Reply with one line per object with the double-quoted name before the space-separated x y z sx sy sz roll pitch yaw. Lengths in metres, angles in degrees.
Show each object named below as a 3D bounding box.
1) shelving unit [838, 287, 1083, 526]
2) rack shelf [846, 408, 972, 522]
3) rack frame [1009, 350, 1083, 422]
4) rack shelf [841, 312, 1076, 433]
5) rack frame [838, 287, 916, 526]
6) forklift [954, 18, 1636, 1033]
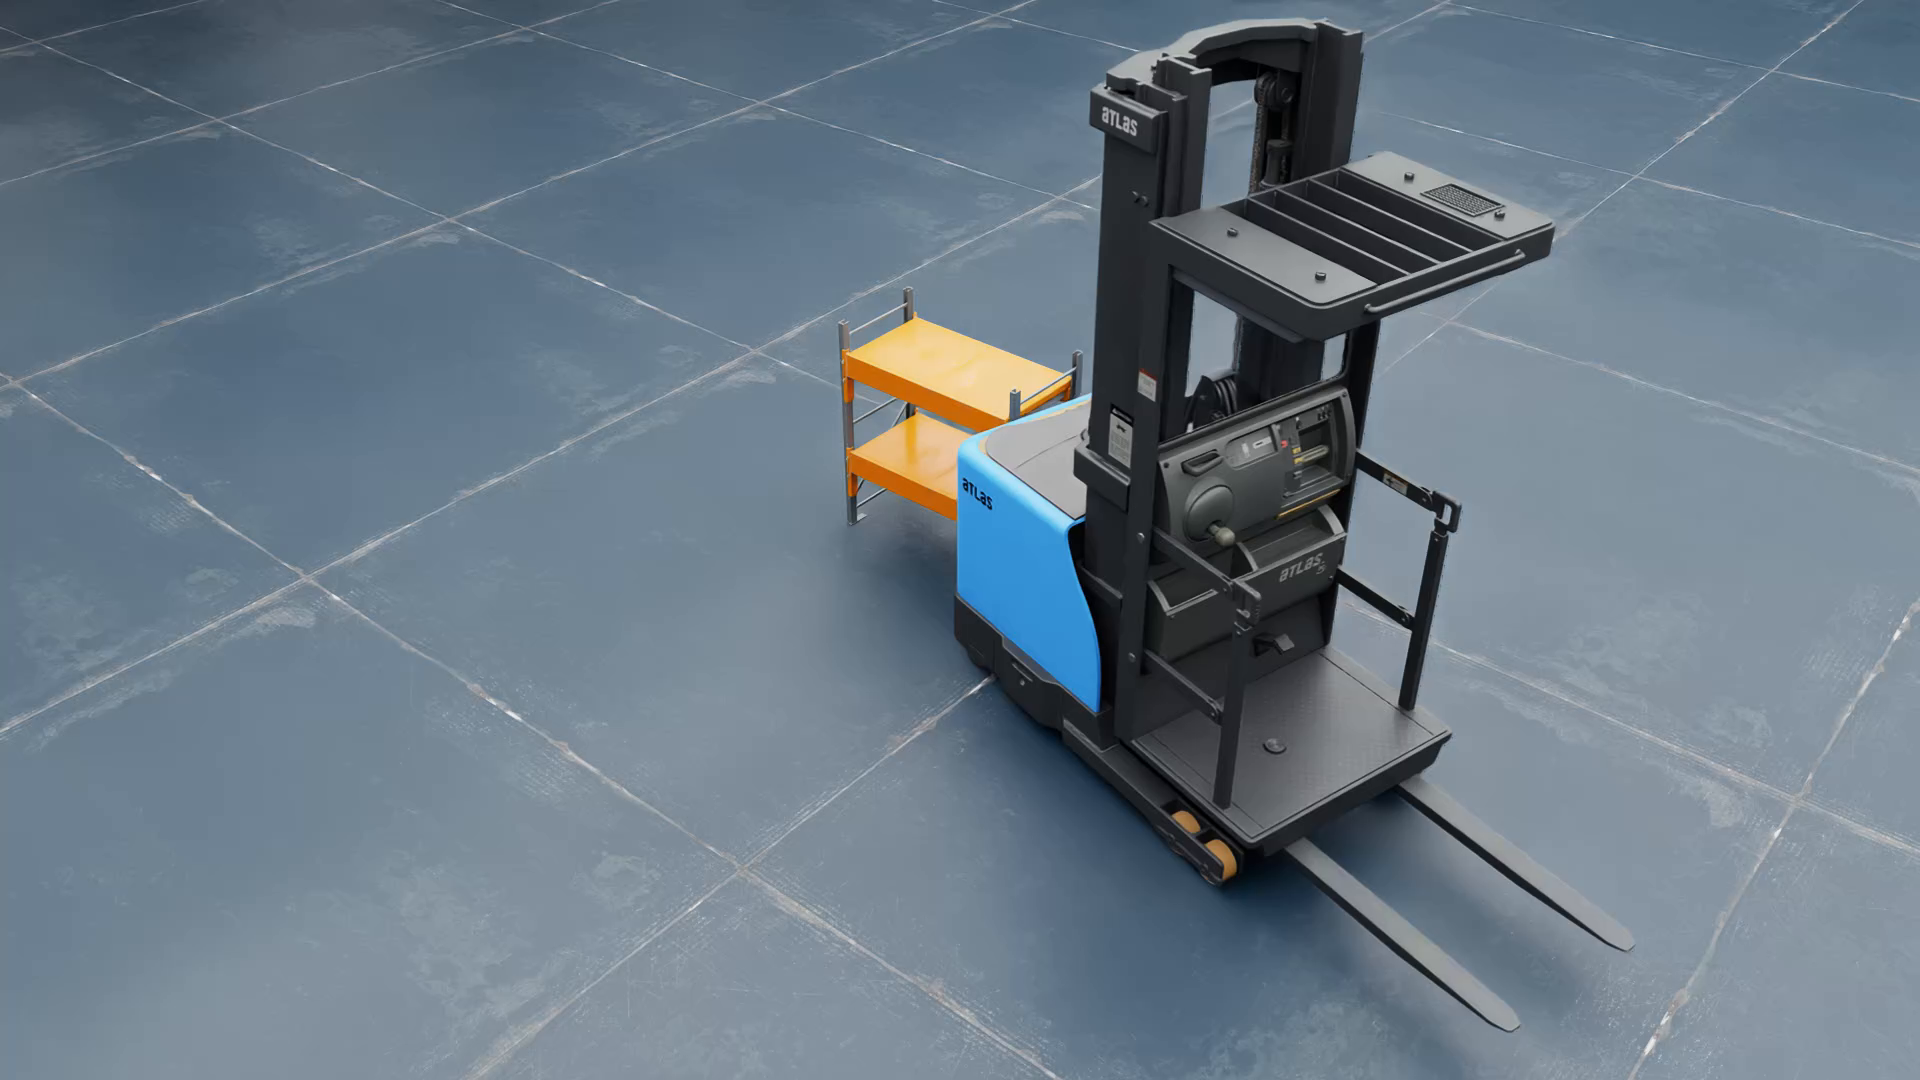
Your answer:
"shelving unit" -0.005 -0.466 7.935 1.048 1.125 0.538 25 42 32
"rack shelf" -0.005 -0.265 8.074 1.000 0.278 0.538 25 42 32
"rack frame" 0.385 -0.282 7.667 0.032 1.125 0.500 25 42 32
"rack shelf" -0.005 -0.707 7.769 1.000 0.278 0.538 25 42 32
"rack frame" -0.396 -0.650 8.203 0.032 1.125 0.500 25 42 32
"forklift" 1.225 -0.210 5.967 1.130 2.935 3.031 -21 40 -28
